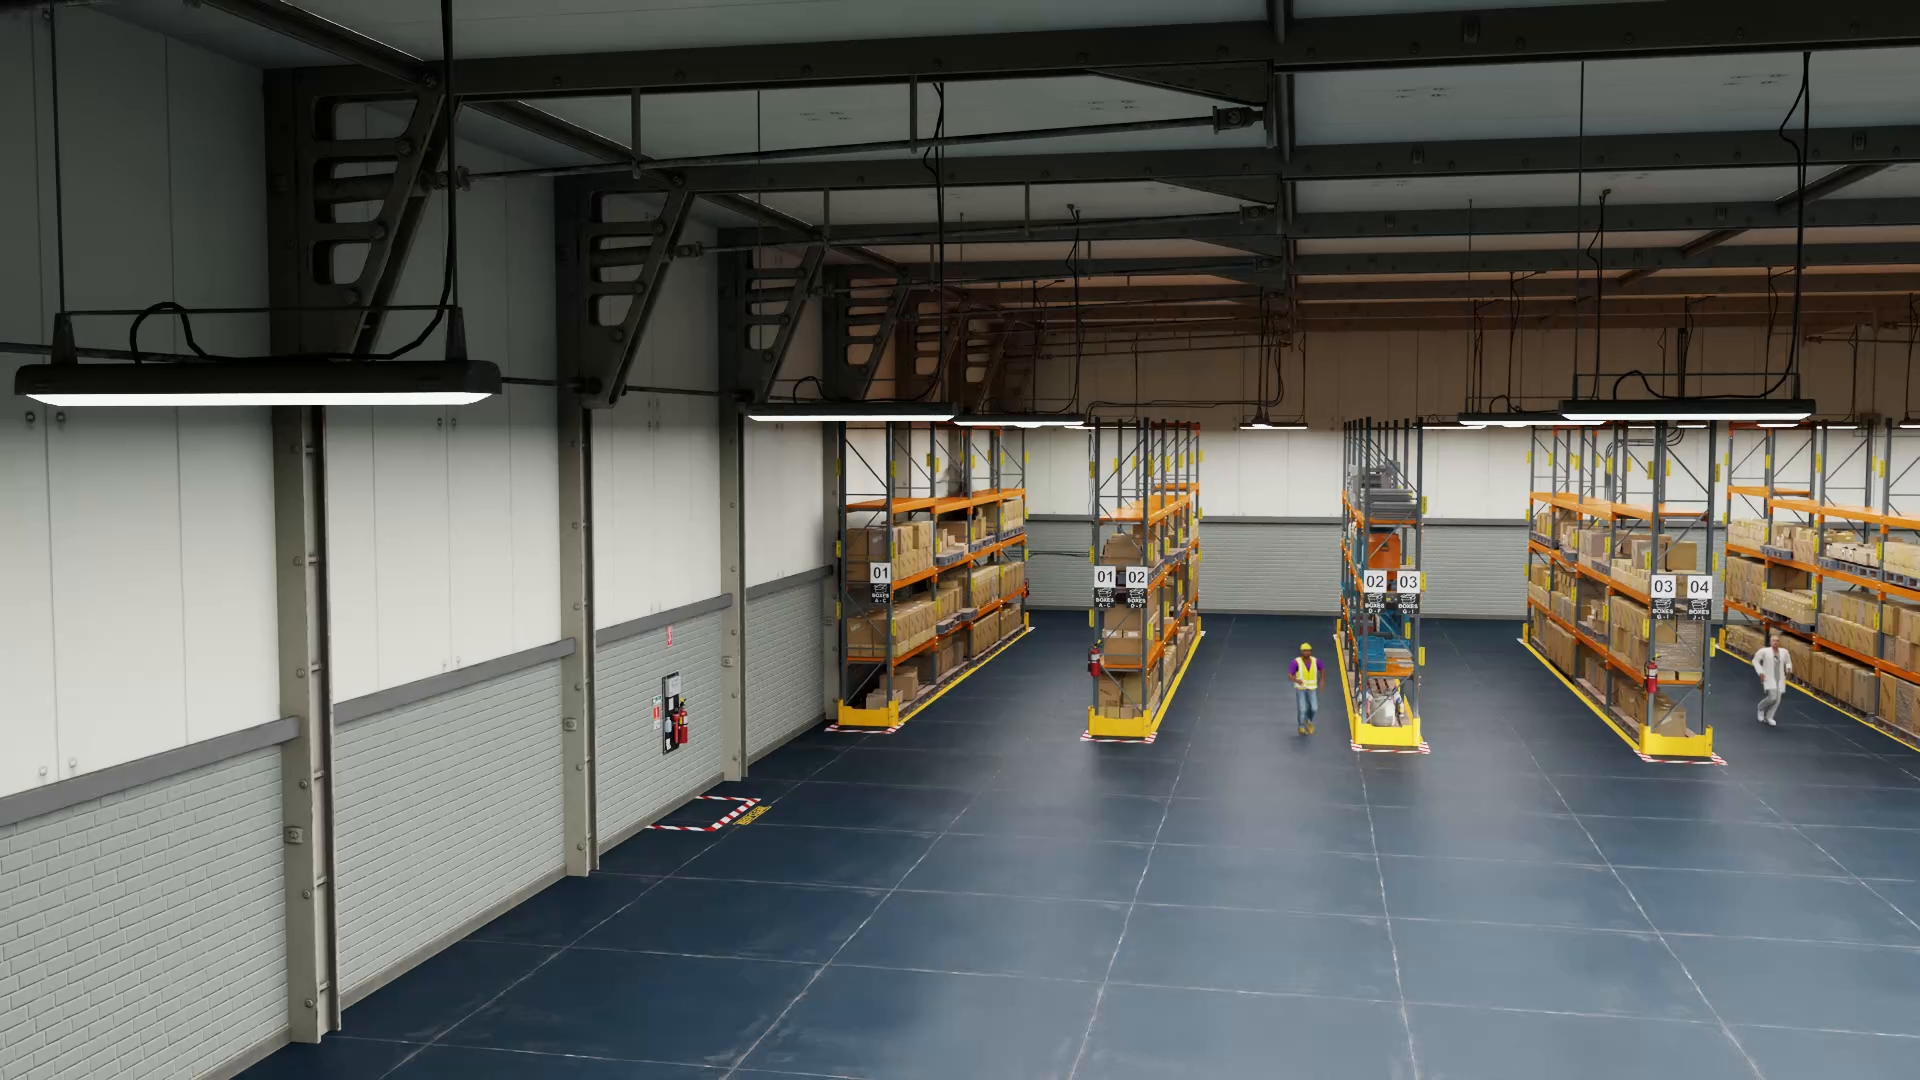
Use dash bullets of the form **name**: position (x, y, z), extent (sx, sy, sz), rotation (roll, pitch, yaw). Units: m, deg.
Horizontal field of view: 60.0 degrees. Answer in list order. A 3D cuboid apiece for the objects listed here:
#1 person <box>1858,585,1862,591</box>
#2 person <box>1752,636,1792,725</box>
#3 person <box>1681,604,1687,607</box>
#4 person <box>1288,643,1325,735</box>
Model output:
- **person**: position (24.256, 2.007, 44.768), extent (0.671, 1.610, 0.552), rotation (1, 4, 12)
- **person**: position (15.922, 2.749, 32.496), extent (0.692, 1.735, 0.650), rotation (0, 4, 3)
- **person**: position (19.047, 2.062, 44.333), extent (0.682, 1.602, 0.507), rotation (3, 4, 34)
- **person**: position (6.546, 2.817, 31.322), extent (0.738, 1.748, 0.643), rotation (0, 4, -1)
